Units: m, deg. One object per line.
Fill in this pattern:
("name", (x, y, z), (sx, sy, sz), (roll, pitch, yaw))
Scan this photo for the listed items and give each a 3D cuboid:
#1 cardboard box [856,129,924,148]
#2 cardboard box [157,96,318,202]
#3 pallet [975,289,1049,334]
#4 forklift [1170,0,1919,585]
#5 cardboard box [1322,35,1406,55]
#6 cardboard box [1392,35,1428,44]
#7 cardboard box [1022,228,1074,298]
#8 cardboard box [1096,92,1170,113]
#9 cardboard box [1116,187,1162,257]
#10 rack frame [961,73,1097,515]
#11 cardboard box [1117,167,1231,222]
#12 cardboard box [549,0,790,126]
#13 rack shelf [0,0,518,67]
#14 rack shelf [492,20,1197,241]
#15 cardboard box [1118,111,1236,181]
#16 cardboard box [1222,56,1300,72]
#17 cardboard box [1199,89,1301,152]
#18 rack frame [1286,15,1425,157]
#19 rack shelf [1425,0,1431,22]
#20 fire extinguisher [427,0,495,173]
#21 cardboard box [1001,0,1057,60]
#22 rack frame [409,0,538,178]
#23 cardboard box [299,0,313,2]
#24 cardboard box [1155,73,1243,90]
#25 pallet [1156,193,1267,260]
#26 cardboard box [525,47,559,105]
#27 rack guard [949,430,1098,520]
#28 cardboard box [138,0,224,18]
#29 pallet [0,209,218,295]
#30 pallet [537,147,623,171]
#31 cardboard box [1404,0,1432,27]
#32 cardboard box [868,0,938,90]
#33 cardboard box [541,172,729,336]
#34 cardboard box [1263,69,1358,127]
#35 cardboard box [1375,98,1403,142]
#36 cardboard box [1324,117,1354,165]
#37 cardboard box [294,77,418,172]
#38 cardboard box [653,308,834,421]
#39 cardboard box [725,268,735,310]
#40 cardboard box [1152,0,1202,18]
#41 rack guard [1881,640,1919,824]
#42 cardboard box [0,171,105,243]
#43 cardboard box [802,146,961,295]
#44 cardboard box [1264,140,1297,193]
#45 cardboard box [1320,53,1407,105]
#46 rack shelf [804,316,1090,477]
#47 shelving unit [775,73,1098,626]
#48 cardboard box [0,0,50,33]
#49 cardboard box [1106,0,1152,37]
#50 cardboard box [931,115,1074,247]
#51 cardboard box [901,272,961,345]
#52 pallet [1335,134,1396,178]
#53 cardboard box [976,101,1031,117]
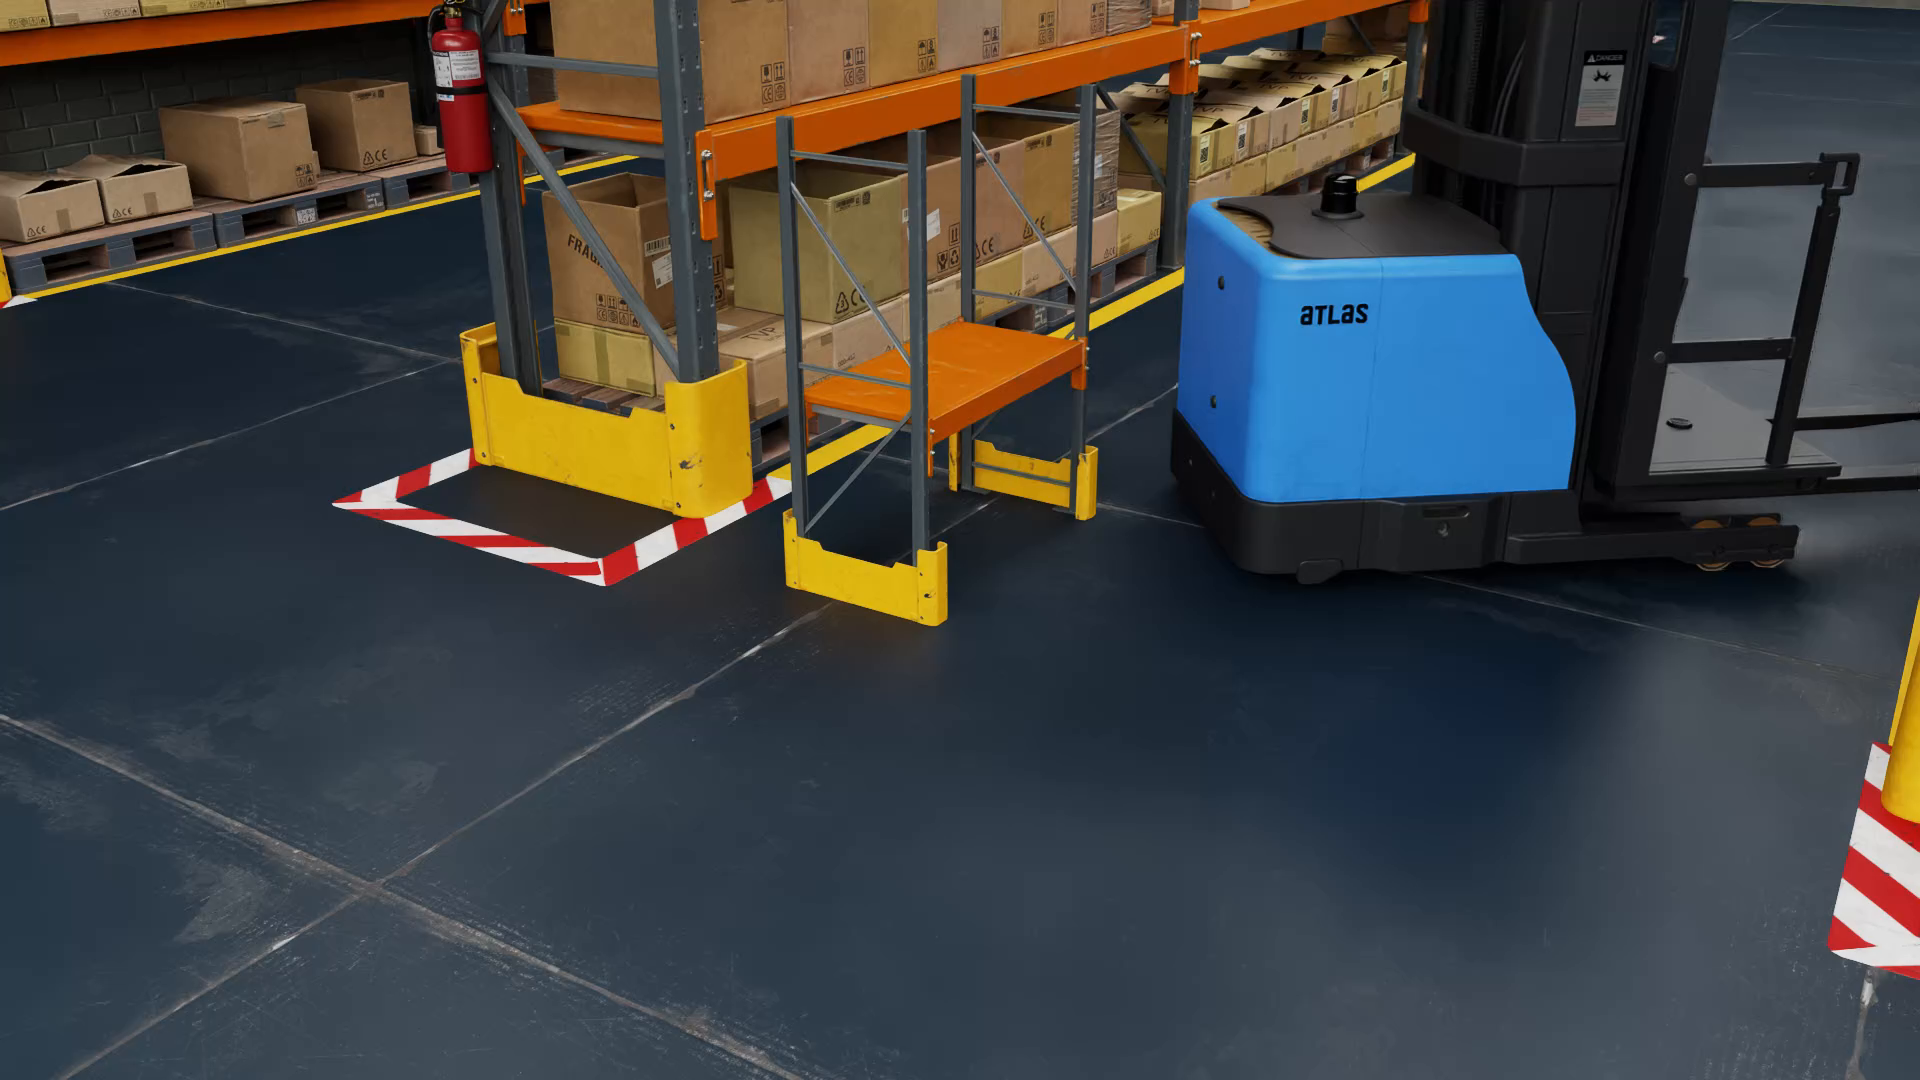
("cardboard box", (-0.505, -1.659, 7.796), (0.500, 0.500, 0.500), (14, 27, 29))
("cardboard box", (-4.354, -2.368, 10.036), (0.700, 0.500, 0.500), (12, 26, 26))
("pallet", (-0.303, -1.029, 7.862), (1.003, 0.211, 1.213), (14, 27, 29))
("forklift", (2.336, -1.447, 5.403), (3.031, 2.935, 1.130), (-3, 24, -7))
("cardboard box", (3.199, -3.752, 13.233), (0.500, 0.500, 0.500), (15, 28, 31))
("cardboard box", (3.659, -3.658, 13.018), (0.500, 0.500, 0.500), (13, 27, 27))
("cardboard box", (0.213, -1.372, 8.076), (0.500, 0.250, 0.500), (14, 27, 29))
("cardboard box", (1.034, -2.544, 10.077), (0.500, 0.311, 0.500), (15, 27, 30))
("cardboard box", (0.736, -1.710, 8.858), (0.500, 0.250, 0.500), (14, 27, 29))
("rack frame", (0.223, -0.831, 5.782), (0.500, 1.500, 0.032), (14, 27, 29))
("cardboard box", (1.218, -1.997, 9.520), (0.500, 0.250, 0.500), (13, 27, 28))
("cardboard box", (-1.058, -1.833, 6.082), (0.700, 0.500, 0.500), (14, 27, 29))
("rack shelf", (-4.470, -3.014, 9.841), (1.077, 0.370, 4.000), (14, 27, 29))
("rack shelf", (-0.260, -1.977, 7.446), (1.077, 0.370, 4.000), (14, 27, 29))
("cardboard box", (1.225, -2.257, 9.415), (0.500, 0.311, 0.500), (14, 27, 29))
("cardboard box", (2.109, -3.226, 11.653), (0.500, 0.311, 0.500), (13, 27, 28))
("cardboard box", (1.765, -2.600, 10.207), (0.500, 0.311, 0.500), (13, 27, 27))
("rack frame", (2.905, -4.332, 11.981), (1.000, 3.000, 0.127), (14, 27, 29))
("rack shelf", (3.960, -4.677, 13.683), (1.077, 0.370, 4.000), (14, 27, 29))
("fire extinguisher", (-1.772, -1.654, 5.892), (0.296, 0.674, 0.183), (14, 27, 29))
("cardboard box", (0.026, -2.529, 7.690), (0.700, 0.500, 0.500), (14, 27, 30))
("rack frame", (-3.415, -4.019, 11.257), (1.000, 3.000, 0.127), (14, 27, 29))
("cardboard box", (-3.930, -3.396, 9.983), (0.500, 0.250, 0.500), (14, 27, 29))
("cardboard box", (1.568, -2.881, 10.855), (0.500, 0.311, 0.500), (13, 27, 28))
("pallet", (1.151, -1.959, 10.010), (1.003, 0.211, 1.213), (14, 27, 29))
("cardboard box", (-3.041, -3.325, 12.248), (0.700, 0.500, 0.500), (15, 28, 31))
("rack guard", (0.222, -0.257, 6.029), (0.587, 0.250, 0.087), (14, 27, 29))
("cardboard box", (-4.463, -3.056, 9.197), (0.500, 0.250, 0.500), (13, 27, 28))
("pallet", (-5.027, -1.681, 9.368), (1.003, 0.211, 1.213), (14, 27, 29))
("pallet", (-3.006, -3.002, 12.419), (1.003, 0.211, 1.213), (14, 27, 29))
("cardboard box", (3.761, -4.462, 13.929), (0.500, 0.250, 0.500), (13, 27, 28))
("cardboard box", (-0.518, -2.177, 6.878), (0.700, 0.500, 0.500), (14, 27, 29))
("cardboard box", (-1.285, -1.150, 6.620), (0.500, 0.500, 0.500), (14, 27, 29))
("cardboard box", (2.301, -2.945, 11.004), (0.500, 0.311, 0.500), (14, 27, 29))
("cardboard box", (2.835, -3.034, 11.915), (0.500, 0.250, 0.500), (15, 27, 30))
("cardboard box", (2.298, -2.690, 11.121), (0.500, 0.250, 0.500), (15, 27, 30))
("cardboard box", (-3.929, -2.715, 10.838), (0.500, 0.500, 0.500), (12, 26, 25))
("cardboard box", (-0.843, -0.697, 6.517), (0.500, 0.250, 0.500), (14, 27, 29))
("cardboard box", (-1.030, -0.977, 7.163), (0.500, 0.250, 0.500), (14, 27, 29))
("cardboard box", (1.018, -3.088, 9.297), (0.500, 0.250, 0.500), (16, 28, 32))
("rack guard", (2.891, 0.519, 3.922), (1.175, 0.500, 0.348), (14, 27, 29))
("cardboard box", (-5.084, -1.851, 9.081), (0.500, 0.311, 0.500), (11, 26, 23))
("cardboard box", (-0.328, -1.382, 7.155), (0.500, 0.500, 0.500), (14, 27, 29))
("cardboard box", (1.760, -2.345, 10.323), (0.500, 0.250, 0.500), (13, 27, 27))
("cardboard box", (2.838, -3.292, 11.805), (0.500, 0.311, 0.500), (15, 27, 30))
("rack shelf", (-0.045, -0.494, 5.457), (0.538, 0.185, 1.000), (14, 27, 29))
("shelving unit", (-0.040, -0.663, 5.393), (0.587, 1.500, 1.083), (14, 27, 29))
("cardboard box", (-4.998, -2.707, 8.391), (0.500, 0.250, 0.500), (13, 27, 27))
("cardboard box", (0.566, -2.877, 8.493), (0.700, 0.500, 0.500), (13, 27, 28))
("cardboard box", (0.202, -1.719, 7.933), (0.500, 0.500, 0.500), (14, 27, 29))
("cardboard box", (-0.318, -1.035, 7.298), (0.500, 0.250, 0.500), (14, 27, 29))
("pallet", (2.438, -2.783, 11.912), (1.003, 0.211, 1.213), (14, 27, 29))
("cardboard box", (0.027, -1.996, 8.573), (0.500, 0.500, 0.500), (14, 27, 29))
